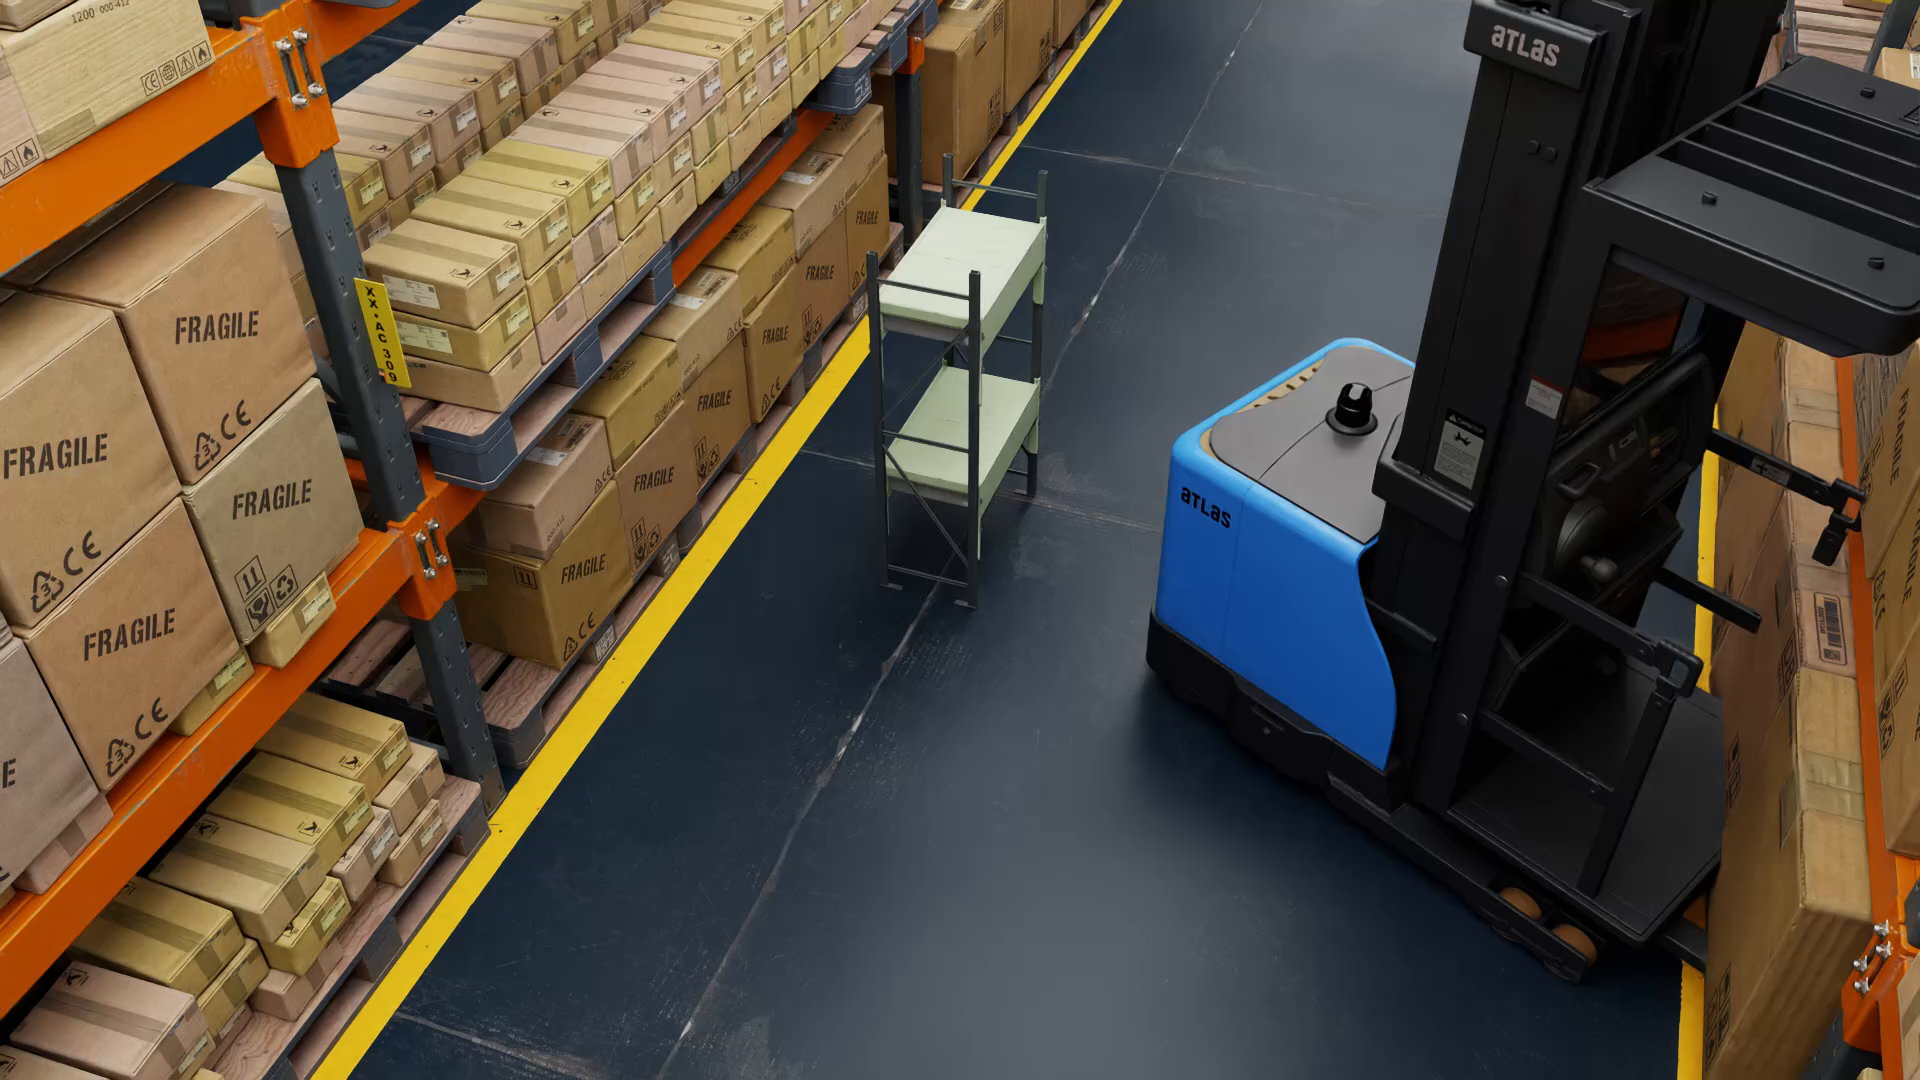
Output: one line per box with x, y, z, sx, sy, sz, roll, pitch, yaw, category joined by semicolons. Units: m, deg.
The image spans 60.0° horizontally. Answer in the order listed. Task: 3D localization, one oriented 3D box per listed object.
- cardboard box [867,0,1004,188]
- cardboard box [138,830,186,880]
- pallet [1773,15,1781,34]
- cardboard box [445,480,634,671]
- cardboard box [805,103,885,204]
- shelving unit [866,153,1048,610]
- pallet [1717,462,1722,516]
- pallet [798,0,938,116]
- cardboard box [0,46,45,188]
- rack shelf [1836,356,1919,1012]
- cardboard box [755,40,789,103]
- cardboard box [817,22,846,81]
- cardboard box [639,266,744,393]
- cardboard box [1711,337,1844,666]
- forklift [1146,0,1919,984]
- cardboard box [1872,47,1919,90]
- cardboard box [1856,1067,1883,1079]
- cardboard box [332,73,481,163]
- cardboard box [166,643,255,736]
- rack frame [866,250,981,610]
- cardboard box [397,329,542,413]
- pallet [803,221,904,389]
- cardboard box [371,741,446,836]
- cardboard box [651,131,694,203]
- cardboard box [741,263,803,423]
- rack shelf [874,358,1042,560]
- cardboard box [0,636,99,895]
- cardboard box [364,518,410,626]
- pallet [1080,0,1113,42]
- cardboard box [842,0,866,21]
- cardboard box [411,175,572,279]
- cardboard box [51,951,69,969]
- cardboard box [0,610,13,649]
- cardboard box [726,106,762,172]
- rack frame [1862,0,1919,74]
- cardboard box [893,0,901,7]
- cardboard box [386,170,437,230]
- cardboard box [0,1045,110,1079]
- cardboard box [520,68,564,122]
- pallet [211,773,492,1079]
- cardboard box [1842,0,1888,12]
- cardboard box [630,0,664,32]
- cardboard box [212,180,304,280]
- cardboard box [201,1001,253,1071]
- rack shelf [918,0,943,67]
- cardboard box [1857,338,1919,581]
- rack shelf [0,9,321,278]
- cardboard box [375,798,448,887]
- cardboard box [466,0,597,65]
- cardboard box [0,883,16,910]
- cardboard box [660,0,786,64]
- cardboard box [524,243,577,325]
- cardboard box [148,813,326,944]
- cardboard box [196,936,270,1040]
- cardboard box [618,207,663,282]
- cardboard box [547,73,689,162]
-0.386;-2.428;8.695;1.050;0.750;0.750;13;42;14;cardboard box
-2.523;0.960;4.958;0.380;0.149;0.250;13;42;15;cardboard box
5.512;-3.407;10.580;1.003;0.211;1.213;13;42;15;pallet
-1.544;0.066;5.963;0.500;0.500;0.500;15;43;17;cardboard box
-0.666;-1.791;7.563;0.500;0.250;0.500;12;42;14;cardboard box
0.002;-0.575;6.268;0.431;1.500;0.755;13;42;15;shelving unit
3.608;-0.085;6.687;1.003;0.211;1.213;13;42;15;pallet
-0.822;-2.241;7.214;1.213;0.211;1.003;13;42;15;pallet
-2.142;-0.756;3.129;0.500;0.250;0.500;13;42;15;cardboard box
3.264;-0.117;5.130;1.077;0.370;4.000;13;42;15;rack shelf
-0.859;-1.760;6.143;0.380;0.149;0.250;14;43;16;cardboard box
-0.678;-1.975;6.623;0.380;0.149;0.250;13;42;15;cardboard box
-1.187;-0.855;6.465;0.500;0.250;0.500;15;43;17;cardboard box
3.380;-0.003;5.756;1.225;0.875;0.875;13;42;15;cardboard box
2.055;-0.137;4.652;1.130;2.935;3.031;-31;49;-31;forklift
3.526;-1.412;6.017;0.500;0.500;0.500;14;43;16;cardboard box
2.279;1.863;3.569;0.875;0.875;0.875;13;42;15;cardboard box
-1.822;-1.393;5.483;0.380;0.149;0.250;13;42;15;cardboard box
-2.057;0.320;4.258;0.380;0.149;0.250;15;43;17;cardboard box
-0.123;-0.351;6.006;0.400;1.500;0.023;13;42;15;rack frame
-1.479;-0.535;4.936;0.380;0.149;0.250;11;42;13;cardboard box
-0.947;-1.236;8.036;1.003;0.211;1.213;13;42;15;pallet
-1.855;0.741;5.214;0.380;0.149;0.250;14;42;16;cardboard box
-1.126;-1.288;5.590;0.380;0.149;0.250;15;43;17;cardboard box
-1.004;-0.880;7.073;0.500;0.500;0.500;11;42;13;cardboard box
0.002;-0.327;6.480;0.431;0.370;0.720;13;42;15;rack shelf
-2.296;0.493;3.555;0.500;0.500;0.500;13;42;15;cardboard box
-2.030;-0.049;6.099;0.500;0.500;0.500;13;42;14;cardboard box
0.496;-3.664;10.882;1.003;0.211;1.213;13;42;15;pallet
-0.597;-2.223;6.686;0.380;0.149;0.250;14;42;16;cardboard box
-1.390;-0.933;4.944;0.380;0.149;0.250;14;43;16;cardboard box
-2.617;1.014;4.665;0.380;0.149;0.250;12;42;14;cardboard box
-2.313;0.108;3.236;0.500;0.500;0.500;14;43;16;cardboard box
-0.949;-1.486;6.051;0.380;0.149;0.250;11;42;13;cardboard box
3.948;-1.610;6.326;1.000;3.000;0.127;13;42;15;rack frame
-0.415;-2.434;7.162;0.380;0.149;0.250;14;42;16;cardboard box
-1.919;-1.108;5.379;0.380;0.149;0.250;15;43;17;cardboard box
-2.300;1.452;4.152;0.380;0.149;0.250;12;42;14;cardboard box
-1.648;-1.602;5.957;0.380;0.149;0.250;13;42;15;cardboard box
-2.243;1.145;5.245;1.003;0.211;1.213;13;42;15;pallet
4.192;-2.509;6.979;0.700;0.500;0.500;19;44;21;cardboard box
-1.383;-2.065;6.500;0.380;0.149;0.250;13;42;15;cardboard box
-2.092;-0.912;4.919;0.380;0.149;0.250;15;43;17;cardboard box
-2.262;1.356;4.723;0.380;0.149;0.250;12;42;14;cardboard box
0.006;-3.719;9.352;1.077;0.370;4.000;13;42;15;rack shelf
2.831;-0.175;4.567;0.500;0.500;0.500;13;42;15;cardboard box
-2.730;0.019;2.659;1.077;0.370;4.000;13;42;15;rack shelf
-1.860;0.907;5.249;0.380;0.149;0.250;14;42;16;cardboard box
-1.555;-1.871;6.044;0.380;0.149;0.250;13;42;14;cardboard box
-2.370;0.787;3.710;0.380;0.149;0.250;13;42;14;cardboard box
-0.859;-1.874;6.047;0.380;0.149;0.250;15;43;17;cardboard box
-1.393;-0.807;5.026;0.380;0.149;0.250;13;42;14;cardboard box
-2.052;0.958;4.730;0.380;0.149;0.250;13;42;15;cardboard box
-2.189;1.208;4.667;0.380;0.149;0.250;14;42;15;cardboard box
-1.214;-1.010;5.493;0.380;0.149;0.250;14;42;16;cardboard box
-1.125;-1.397;5.488;0.380;0.149;0.250;13;42;15;cardboard box
